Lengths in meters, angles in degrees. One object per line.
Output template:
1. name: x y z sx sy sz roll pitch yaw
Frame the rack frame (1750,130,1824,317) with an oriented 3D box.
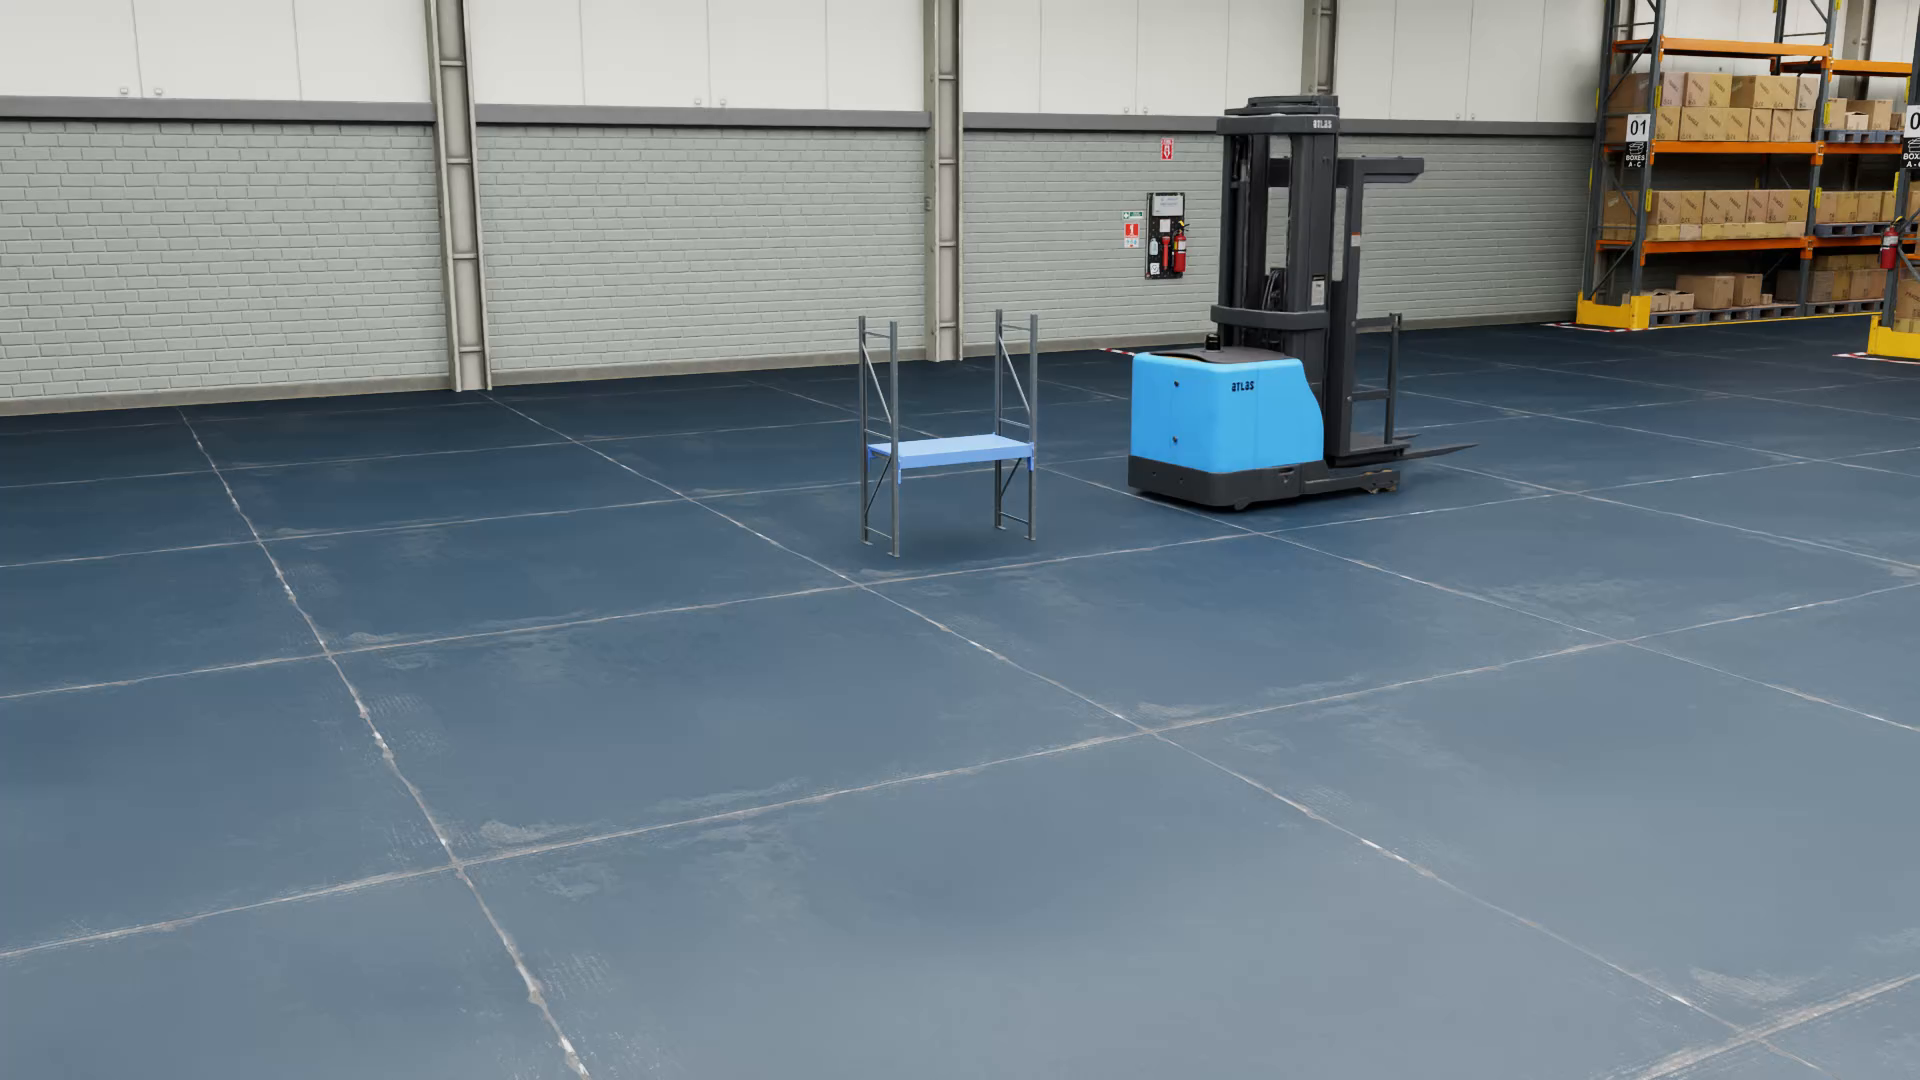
1. rack frame: 13.635 -5.230 27.515 0.127 3.000 1.000 -7 14 -28

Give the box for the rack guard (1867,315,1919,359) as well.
1. rack guard: 12.480 -2.633 21.668 0.348 0.500 1.175 -7 14 -28

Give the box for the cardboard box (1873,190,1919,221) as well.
1. cardboard box: 16.261 -5.798 28.813 0.500 0.500 0.700 -8 15 -33

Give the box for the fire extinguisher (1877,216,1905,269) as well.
1. fire extinguisher: 12.175 -3.894 21.756 0.183 0.674 0.296 -7 14 -28

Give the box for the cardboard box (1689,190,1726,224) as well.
1. cardboard box: 11.583 -5.207 26.001 0.500 0.500 0.500 -7 15 -30

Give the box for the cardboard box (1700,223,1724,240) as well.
1. cardboard box: 11.604 -4.845 26.104 0.500 0.250 0.500 -7 15 -29

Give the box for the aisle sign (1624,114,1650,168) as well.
1. aisle sign: 10.205 -6.012 25.069 0.004 0.787 0.394 -7 14 -28

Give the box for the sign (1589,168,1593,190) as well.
1. sign: 9.876 -5.637 25.968 0.005 0.325 0.100 -7 14 -28

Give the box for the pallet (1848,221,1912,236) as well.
1. pallet: 15.429 -5.341 28.445 1.213 0.211 1.003 -7 14 -28

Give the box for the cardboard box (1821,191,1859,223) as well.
1. cardboard box: 14.593 -5.597 27.919 0.500 0.500 0.700 -5 14 -22

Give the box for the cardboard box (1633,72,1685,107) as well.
1. cardboard box: 10.579 -6.812 25.165 0.500 0.500 0.500 -8 15 -32

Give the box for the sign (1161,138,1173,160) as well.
1. sign: 2.816 -5.315 22.613 0.199 0.298 0.001 -7 14 -28

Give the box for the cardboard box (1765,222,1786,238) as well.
1. cardboard box: 12.924 -5.007 26.822 0.500 0.250 0.500 -7 14 -28

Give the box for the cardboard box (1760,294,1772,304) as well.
1. cardboard box: 13.180 -4.000 27.502 0.250 0.166 0.380 -9 16 -35

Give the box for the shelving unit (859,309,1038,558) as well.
1. shelving unit: -0.075 -0.723 10.905 1.048 1.500 0.538 -7 14 -28

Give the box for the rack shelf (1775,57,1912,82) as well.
1. rack shelf: 15.391 -7.821 27.914 4.000 0.370 1.077 -7 14 -28

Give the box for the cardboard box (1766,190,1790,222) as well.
1. cardboard box: 12.933 -5.369 26.723 0.500 0.500 0.500 -7 14 -28

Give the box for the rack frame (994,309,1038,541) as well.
1. rack frame: 0.371 -0.776 11.142 0.032 1.500 0.500 -7 14 -28

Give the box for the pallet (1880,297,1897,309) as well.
1. pallet: 16.460 -4.208 29.327 1.213 0.211 1.003 -7 14 -28

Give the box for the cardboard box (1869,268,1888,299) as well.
1. cardboard box: 15.609 -4.470 28.832 0.500 0.500 0.700 -7 14 -28

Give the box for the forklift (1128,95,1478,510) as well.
1. forklift: 2.784 -1.870 12.742 3.031 2.935 1.130 -8 15 -33

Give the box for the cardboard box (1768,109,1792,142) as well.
1. cardboard box: 12.861 -6.600 26.499 0.500 0.500 0.500 -8 15 -33

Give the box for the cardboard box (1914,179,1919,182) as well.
1. cardboard box: 17.420 -6.318 29.691 0.500 0.250 0.500 -6 14 -26

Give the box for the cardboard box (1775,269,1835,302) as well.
1. cardboard box: 14.274 -4.305 28.099 0.500 0.500 0.700 -6 14 -26

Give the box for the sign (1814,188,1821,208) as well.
1. sign: 13.902 -5.548 26.959 0.005 0.325 0.100 -7 14 -28

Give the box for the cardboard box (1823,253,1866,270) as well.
1. cardboard box: 15.113 -4.774 28.472 0.500 0.250 0.500 -7 15 -29

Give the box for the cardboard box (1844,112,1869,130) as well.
1. cardboard box: 14.694 -6.961 27.624 0.500 0.311 0.500 -6 14 -26

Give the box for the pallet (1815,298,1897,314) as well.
1. pallet: 15.390 -4.081 28.760 1.213 0.211 1.003 -7 14 -28

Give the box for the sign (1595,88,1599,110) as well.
1. sign: 9.876 -6.813 25.703 0.005 0.325 0.100 -7 14 -28

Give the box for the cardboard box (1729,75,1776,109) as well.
1. cardboard box: 12.396 -7.018 26.078 0.500 0.500 0.500 -7 15 -30

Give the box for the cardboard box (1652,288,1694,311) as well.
1. cardboard box: 11.275 -3.827 26.405 0.500 0.311 0.500 -6 14 -23

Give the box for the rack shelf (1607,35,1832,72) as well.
1. rack shelf: 11.880 -7.593 26.001 4.000 0.370 1.077 -7 14 -28

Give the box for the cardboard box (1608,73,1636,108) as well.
1. cardboard box: 10.378 -6.914 25.618 0.500 0.500 0.500 -6 14 -25

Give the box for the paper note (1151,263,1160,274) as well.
1. paper note: 2.682 -3.730 22.859 0.142 0.148 0.016 -7 14 -28

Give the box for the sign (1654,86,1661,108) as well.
1. sign: 10.385 -6.594 24.755 0.005 0.325 0.100 -7 14 -28

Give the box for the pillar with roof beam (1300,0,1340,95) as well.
1. pillar with roof beam: 7.121 -6.515 19.563 0.400 9.000 9.100 -7 14 -28

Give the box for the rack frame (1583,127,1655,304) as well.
1. rack frame: 10.125 -4.809 25.645 0.127 3.000 1.000 -7 14 -28

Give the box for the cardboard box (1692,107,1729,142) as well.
1. cardboard box: 11.480 -6.423 25.711 0.500 0.500 0.500 -6 14 -25

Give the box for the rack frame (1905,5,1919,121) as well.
1. rack frame: 12.501 -6.781 20.746 0.127 3.000 1.000 -7 14 -28

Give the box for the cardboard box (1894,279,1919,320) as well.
1. cardboard box: 12.829 -3.198 22.084 0.500 0.500 0.500 -7 14 -28
